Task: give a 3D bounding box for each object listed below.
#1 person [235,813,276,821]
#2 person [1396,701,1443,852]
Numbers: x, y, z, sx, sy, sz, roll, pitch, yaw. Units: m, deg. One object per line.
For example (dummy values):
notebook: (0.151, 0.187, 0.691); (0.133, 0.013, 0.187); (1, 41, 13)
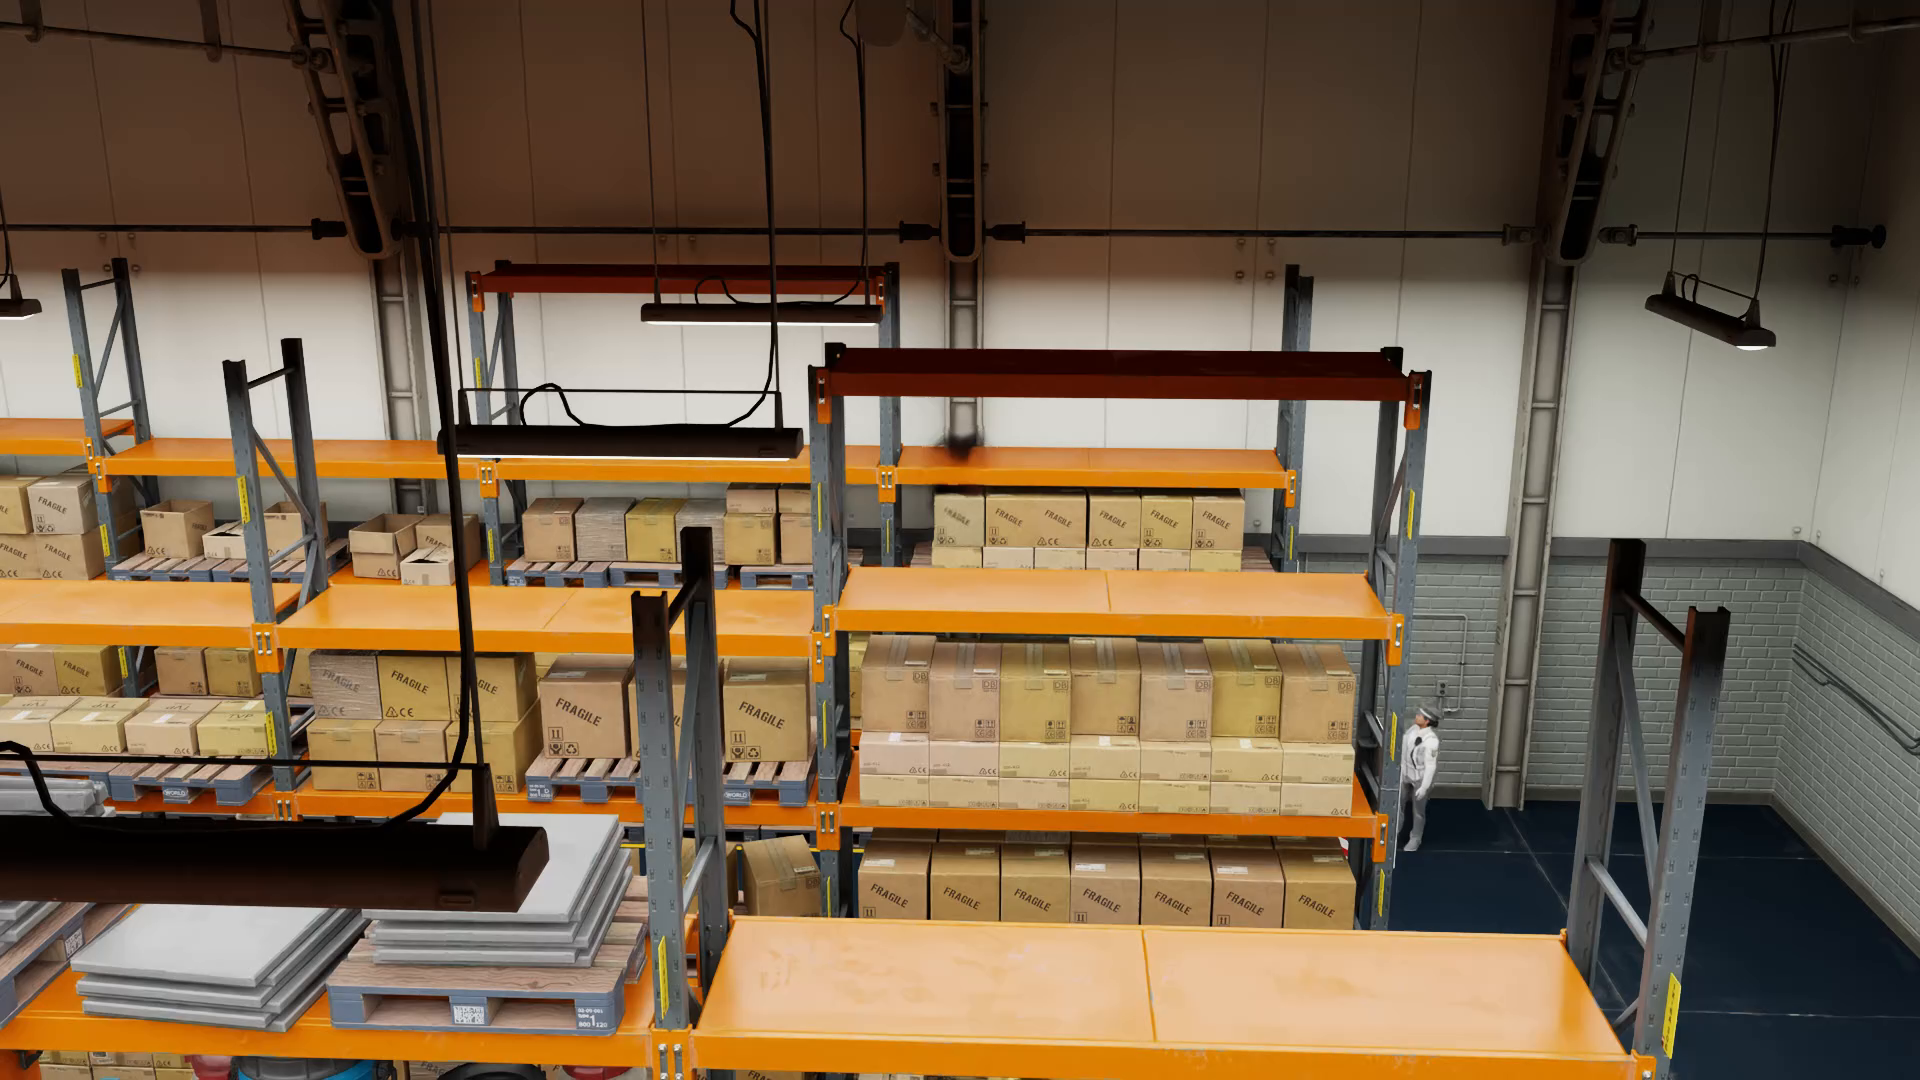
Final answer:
person: (-6.490, 2.947, 15.539); (0.572, 1.704, 0.409); (-2, 16, -8)
person: (4.682, 2.452, 17.169); (0.495, 1.685, 0.534); (-10, 19, -31)
